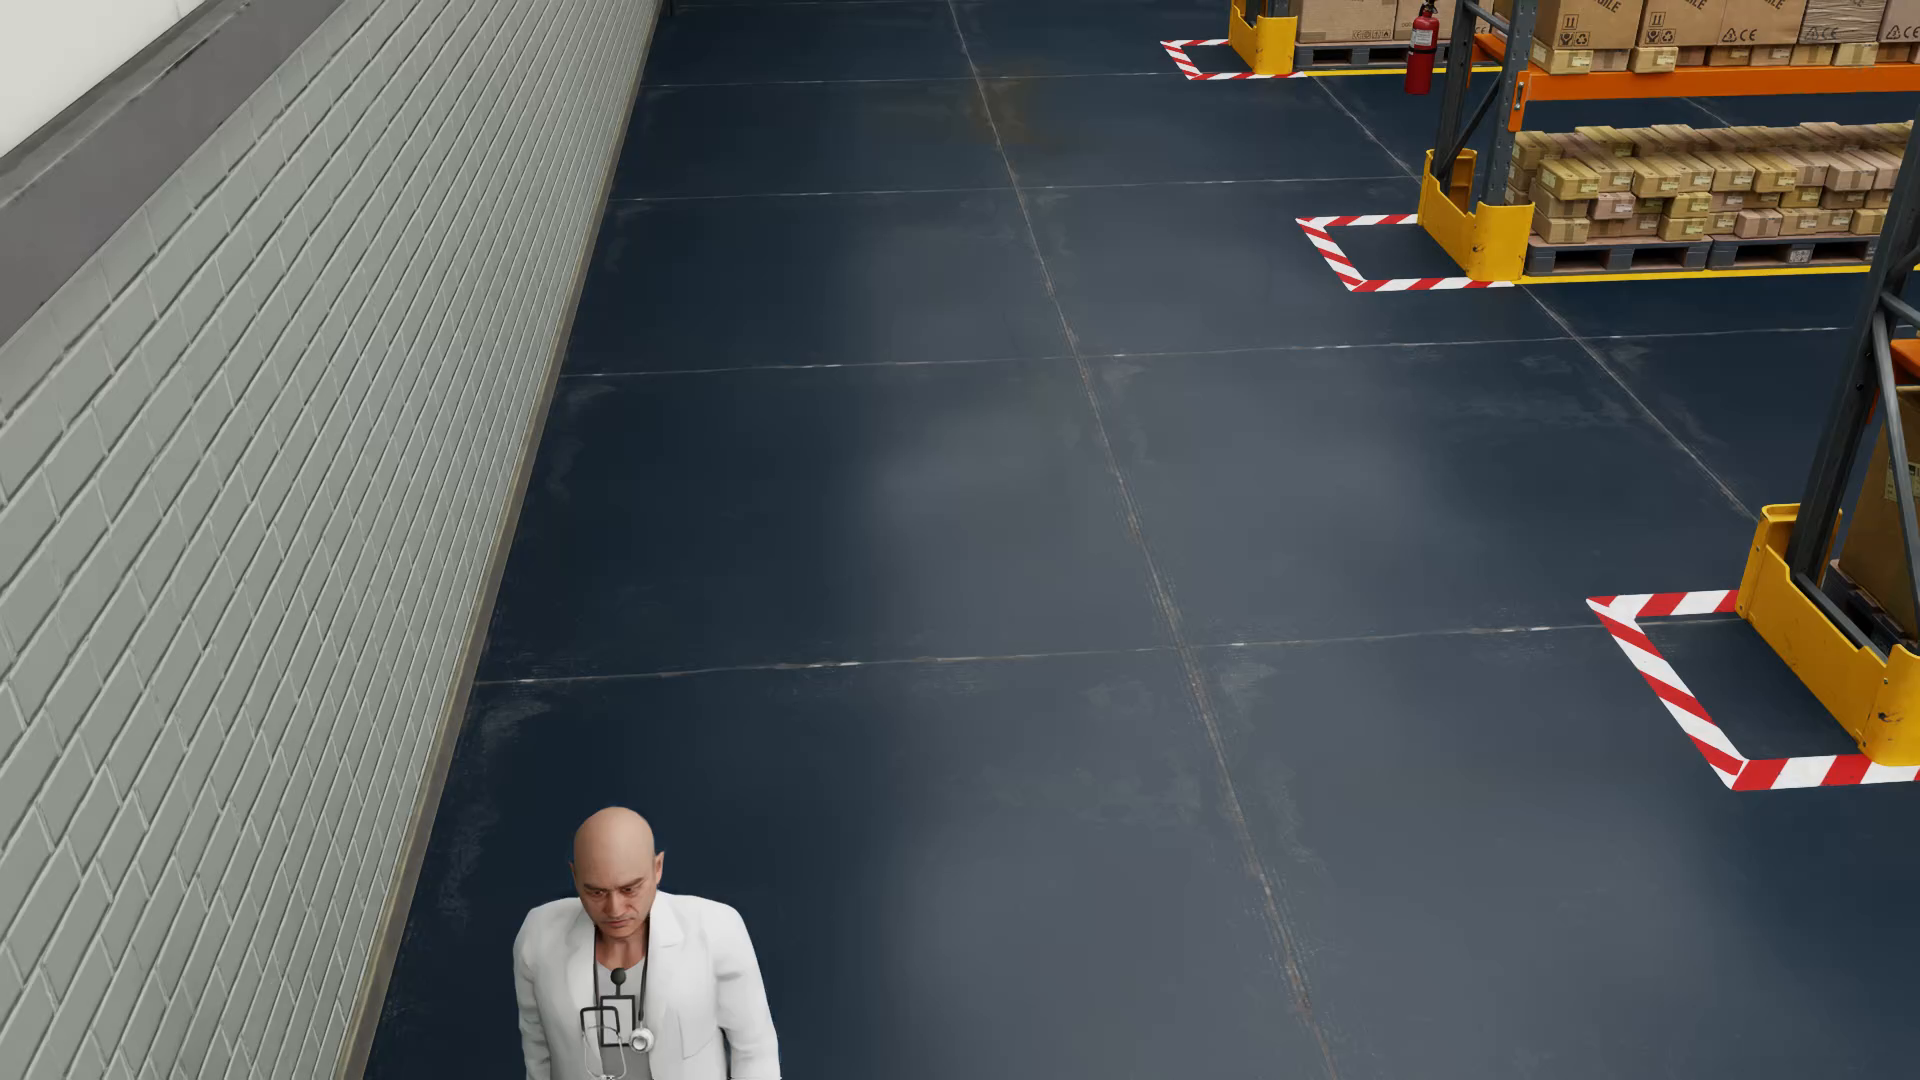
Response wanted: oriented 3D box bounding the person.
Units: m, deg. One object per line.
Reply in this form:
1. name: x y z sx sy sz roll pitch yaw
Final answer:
1. person: -0.696 1.433 3.754 0.604 1.797 0.783 -2 31 -4
